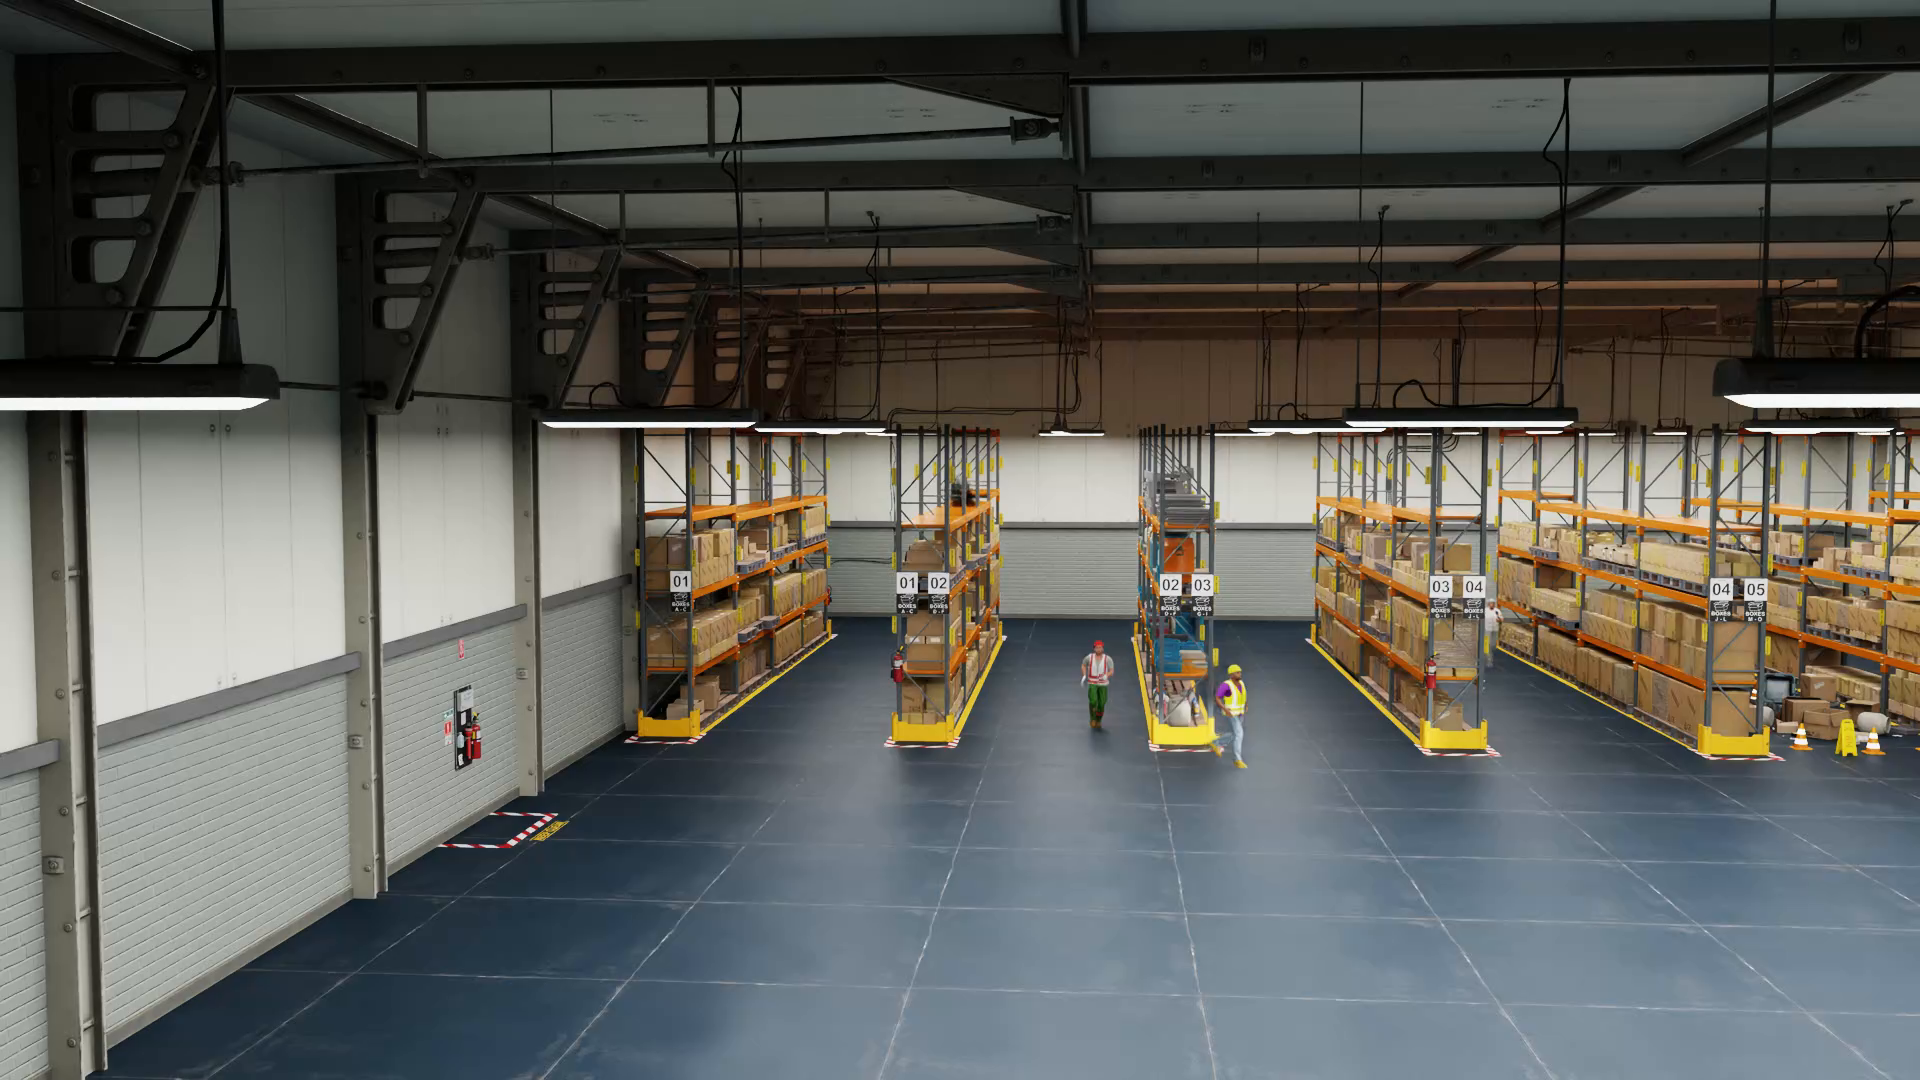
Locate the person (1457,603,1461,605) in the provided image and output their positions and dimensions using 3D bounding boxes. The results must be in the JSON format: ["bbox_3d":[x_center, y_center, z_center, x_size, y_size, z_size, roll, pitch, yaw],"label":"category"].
[{"bbox_3d":[13.645,2.071,46.420,0.577,1.655,0.670,-3,5,-43],"label":"person"}]

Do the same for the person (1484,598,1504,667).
[{"bbox_3d":[13.429,2.319,42.053,0.594,1.689,0.895,0,3,1],"label":"person"}]

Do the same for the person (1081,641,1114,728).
[{"bbox_3d":[2.708,2.840,32.655,0.645,1.742,0.731,0,3,3],"label":"person"}]

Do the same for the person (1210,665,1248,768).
[{"bbox_3d":[4.760,3.063,29.200,0.713,1.776,0.834,-3,5,-44],"label":"person"}]
